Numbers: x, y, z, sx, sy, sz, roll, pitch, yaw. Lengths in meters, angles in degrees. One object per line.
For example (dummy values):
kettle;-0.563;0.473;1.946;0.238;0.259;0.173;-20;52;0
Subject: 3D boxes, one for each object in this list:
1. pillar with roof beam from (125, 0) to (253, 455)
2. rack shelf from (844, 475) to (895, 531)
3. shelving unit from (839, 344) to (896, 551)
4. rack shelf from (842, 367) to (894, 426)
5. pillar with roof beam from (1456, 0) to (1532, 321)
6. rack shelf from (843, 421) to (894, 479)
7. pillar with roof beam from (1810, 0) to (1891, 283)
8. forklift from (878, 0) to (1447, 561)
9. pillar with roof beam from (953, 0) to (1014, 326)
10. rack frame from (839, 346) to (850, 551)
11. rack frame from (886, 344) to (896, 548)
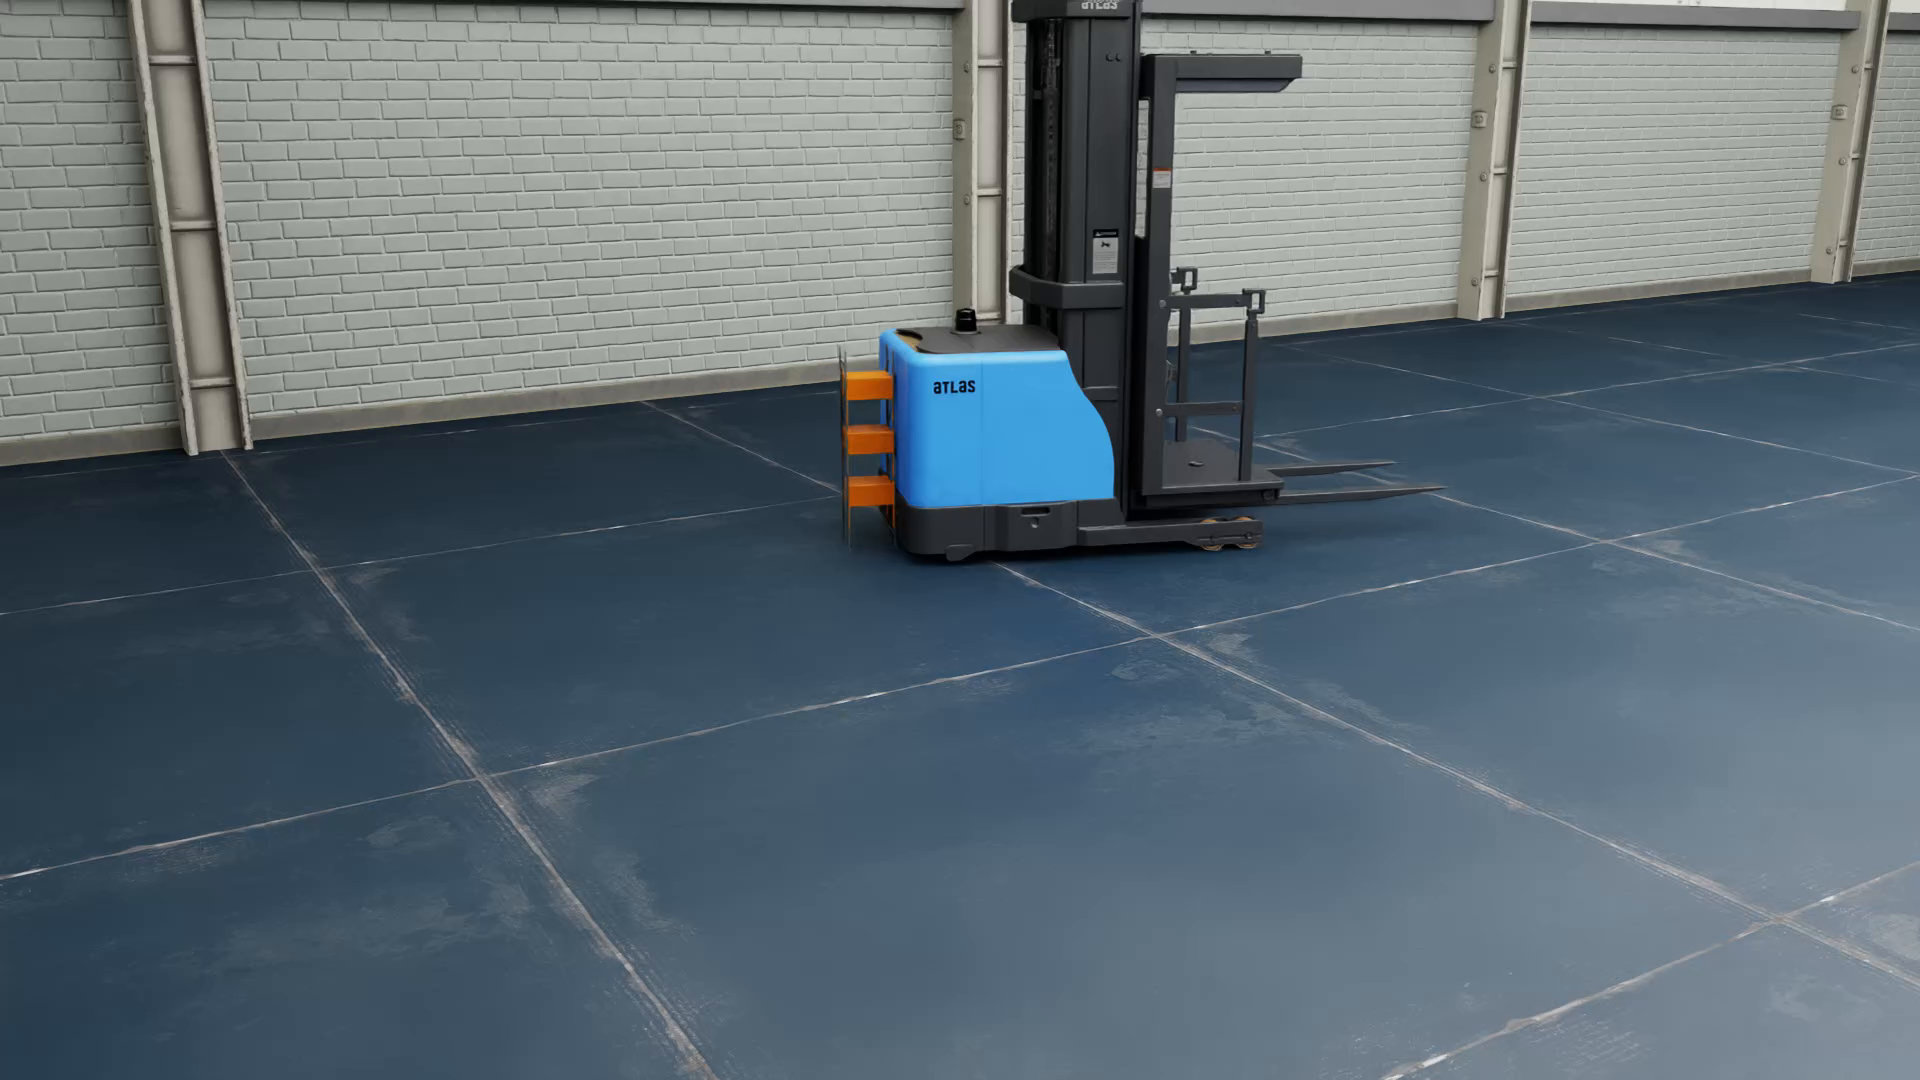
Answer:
pillar with roof beam;-2.739;-3.953;6.340;0.400;9.000;9.100;-9;18;-30
rack shelf;-0.482;-0.204;8.761;0.240;0.259;0.215;-3;16;-12
shelving unit;-0.482;-0.482;8.683;0.252;1.050;0.215;-3;16;-12
rack shelf;-0.482;-0.745;8.610;0.240;0.259;0.215;-3;16;-12
pillar with roof beam;7.547;-5.621;12.291;0.400;9.000;9.100;-9;18;-30
rack shelf;-0.482;-0.472;8.686;0.240;0.259;0.215;-3;16;-12
pillar with roof beam;12.690;-6.455;15.266;0.400;9.000;9.100;-9;18;-30
forklift;1.121;-1.488;8.787;3.031;2.935;1.130;-3;16;-12
pillar with roof beam;2.404;-4.787;9.316;0.400;9.000;9.100;-9;18;-30
rack frame;-0.601;-0.475;8.658;0.008;1.050;0.200;-3;16;-12
rack frame;-0.363;-0.489;8.708;0.008;1.050;0.200;-3;16;-12
